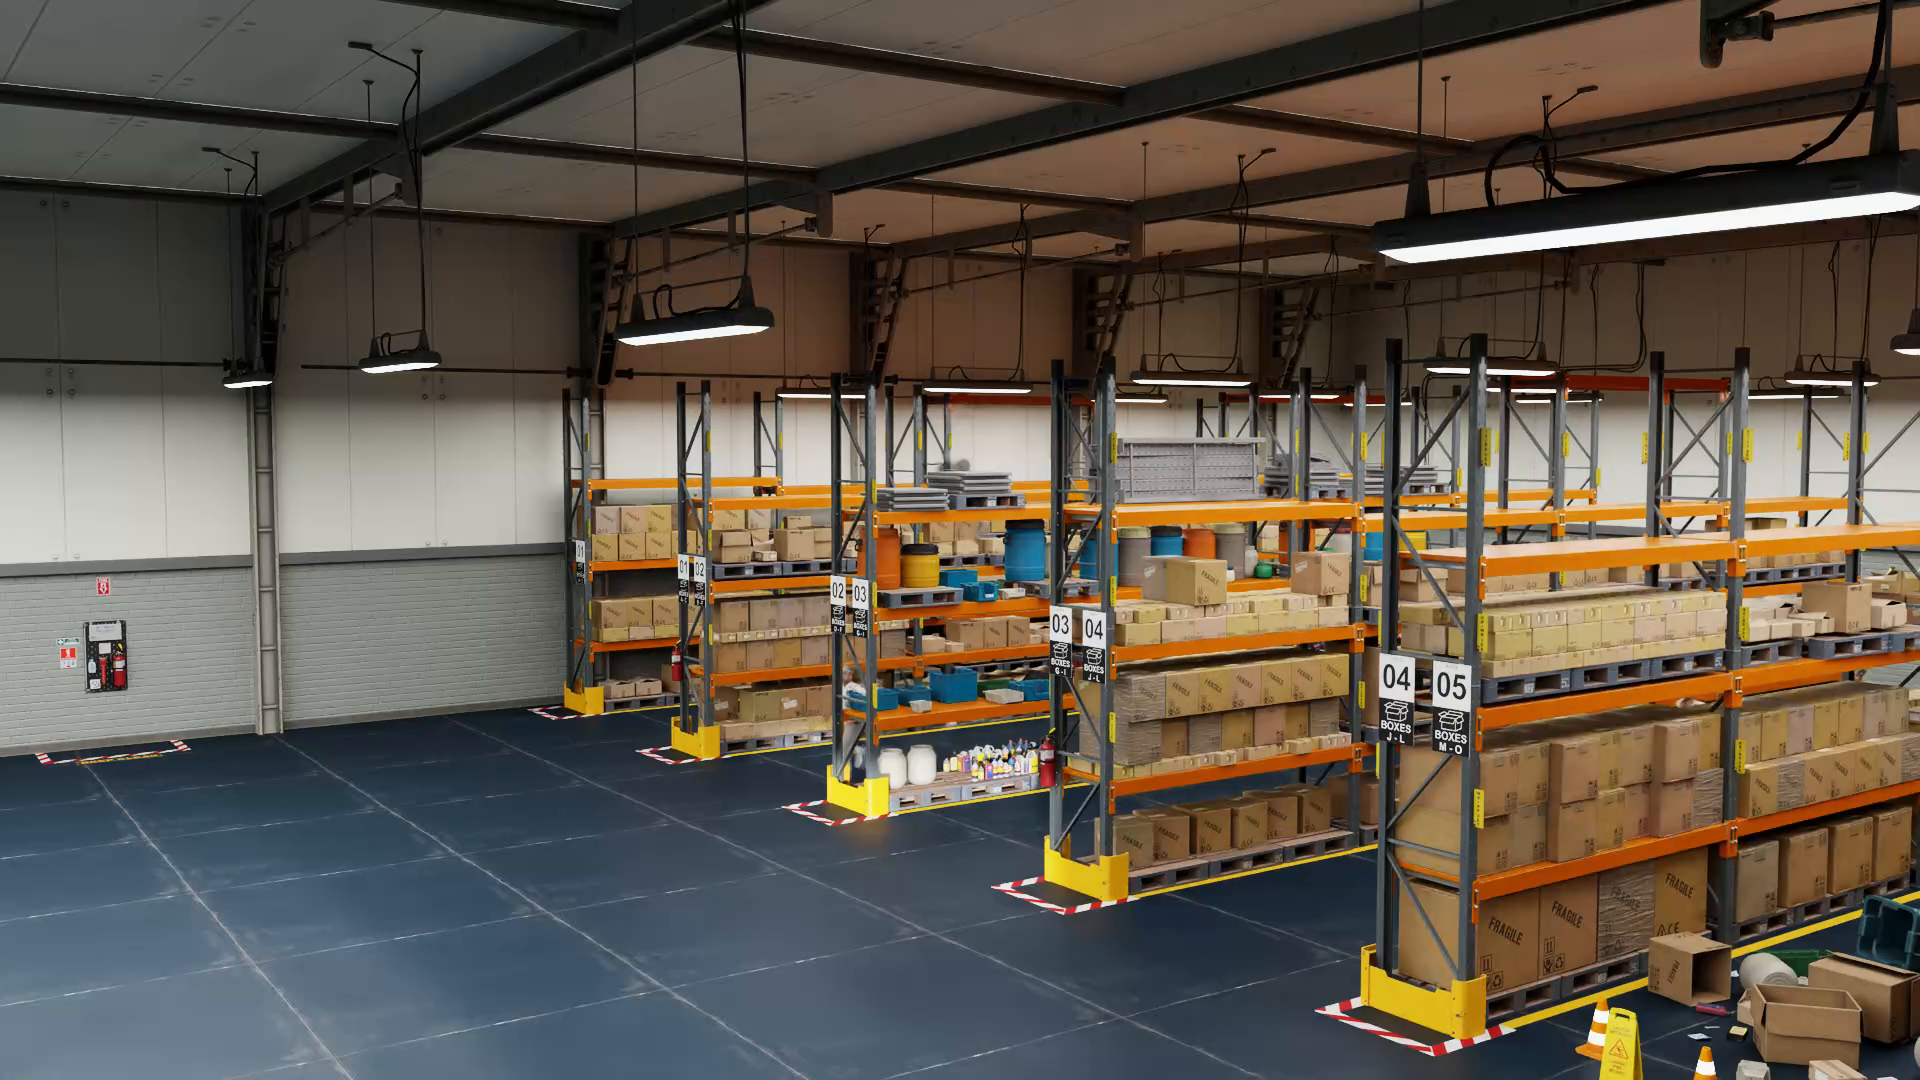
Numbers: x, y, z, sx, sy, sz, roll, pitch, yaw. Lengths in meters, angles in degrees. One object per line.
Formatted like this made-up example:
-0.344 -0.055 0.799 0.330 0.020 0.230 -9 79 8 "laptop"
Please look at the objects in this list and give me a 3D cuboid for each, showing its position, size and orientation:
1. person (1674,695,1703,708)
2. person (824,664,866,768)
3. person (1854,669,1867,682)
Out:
9.866 2.819 22.603 0.735 1.844 0.630 -3 5 -36 "person"
-1.638 2.718 24.818 0.671 1.764 0.710 3 5 43 "person"
13.660 2.724 25.290 0.693 1.653 0.609 -3 5 -42 "person"
